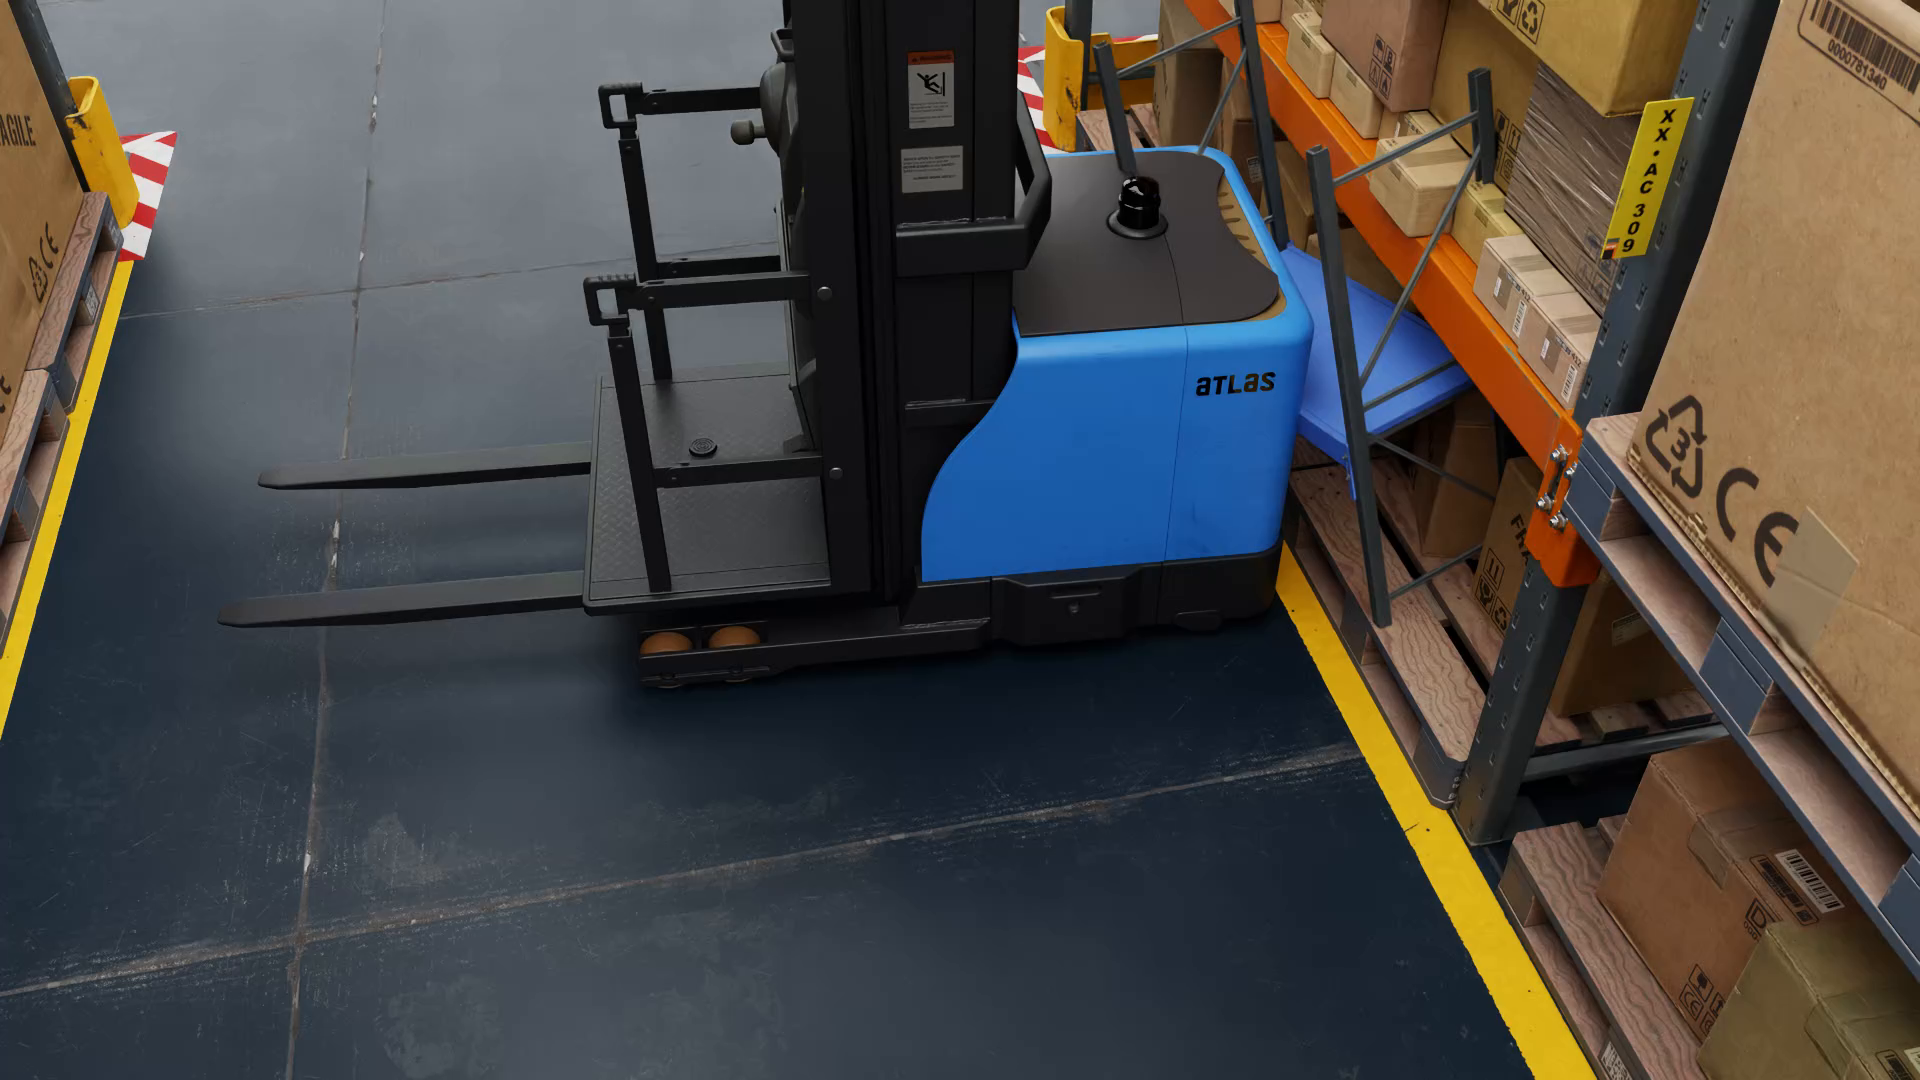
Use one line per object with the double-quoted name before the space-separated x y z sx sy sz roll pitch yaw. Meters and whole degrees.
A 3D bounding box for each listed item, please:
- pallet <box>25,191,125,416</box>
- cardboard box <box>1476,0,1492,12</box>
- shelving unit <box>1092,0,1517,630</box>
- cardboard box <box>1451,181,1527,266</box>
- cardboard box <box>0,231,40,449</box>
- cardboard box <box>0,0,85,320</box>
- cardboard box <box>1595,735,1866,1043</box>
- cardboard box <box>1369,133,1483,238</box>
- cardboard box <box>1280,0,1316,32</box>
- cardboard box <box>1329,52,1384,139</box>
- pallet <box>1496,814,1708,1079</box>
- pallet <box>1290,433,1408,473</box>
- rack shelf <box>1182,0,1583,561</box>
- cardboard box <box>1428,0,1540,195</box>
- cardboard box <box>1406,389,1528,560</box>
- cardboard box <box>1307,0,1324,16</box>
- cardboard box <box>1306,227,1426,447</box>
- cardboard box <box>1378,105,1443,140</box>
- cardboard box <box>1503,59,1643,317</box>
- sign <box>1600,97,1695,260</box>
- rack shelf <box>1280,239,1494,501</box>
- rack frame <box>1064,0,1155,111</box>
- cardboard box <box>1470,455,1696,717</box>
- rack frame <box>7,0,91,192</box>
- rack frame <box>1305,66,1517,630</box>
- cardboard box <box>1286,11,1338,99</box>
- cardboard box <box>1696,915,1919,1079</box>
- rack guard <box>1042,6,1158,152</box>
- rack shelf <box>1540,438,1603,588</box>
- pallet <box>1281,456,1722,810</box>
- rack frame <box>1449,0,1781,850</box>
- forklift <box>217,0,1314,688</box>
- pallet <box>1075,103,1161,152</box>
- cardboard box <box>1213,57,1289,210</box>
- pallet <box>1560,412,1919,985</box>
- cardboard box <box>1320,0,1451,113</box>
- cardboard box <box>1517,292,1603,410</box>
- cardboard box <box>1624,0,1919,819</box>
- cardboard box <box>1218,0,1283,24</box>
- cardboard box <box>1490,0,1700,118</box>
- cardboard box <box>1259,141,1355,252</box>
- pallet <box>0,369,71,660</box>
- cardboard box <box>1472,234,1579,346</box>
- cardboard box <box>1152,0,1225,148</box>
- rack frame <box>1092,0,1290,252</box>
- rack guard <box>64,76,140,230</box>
"pallet" -3.674 -0.824 6.019 1.003 0.211 1.213 -8 42 -9
"cardboard box" 1.331 -1.525 3.656 0.500 0.500 0.500 -8 42 -9
"shelving unit" 0.991 -0.658 4.681 0.538 1.500 1.048 -27 37 -12
"cardboard box" 1.432 -0.763 4.040 0.380 0.149 0.250 -8 42 -9
"cardboard box" -3.520 -0.736 5.104 0.875 0.875 0.875 -9 42 -10
"cardboard box" -3.712 -1.306 5.746 0.875 0.875 0.875 -8 42 -9
"cardboard box" 1.917 0.745 3.702 0.700 0.500 0.500 -11 43 -13
"cardboard box" 1.269 -0.909 4.204 0.380 0.149 0.250 -8 42 -9
"cardboard box" 1.184 -1.577 4.956 0.380 0.149 0.250 -8 42 -9
"cardboard box" 1.251 -1.247 4.584 0.380 0.149 0.250 -8 42 -9
"pallet" 1.975 1.121 3.828 1.003 0.211 1.213 -8 42 -9
"pallet" 1.359 -0.606 5.773 1.003 0.211 1.213 -8 42 -9
"rack shelf" 1.374 -1.453 5.170 1.077 0.370 4.000 -8 42 -9
"cardboard box" 1.695 -1.204 4.048 0.875 0.500 0.500 -8 42 -9
"cardboard box" 1.627 -0.283 4.876 0.500 0.500 0.500 4 42 4
"cardboard box" 1.421 -1.844 4.768 0.875 0.500 0.500 -8 42 -9
"cardboard box" 1.417 -0.675 5.317 0.500 0.500 0.500 -12 43 -13
"cardboard box" 1.344 -1.090 4.408 0.380 0.149 0.250 -8 42 -9
"cardboard box" 1.769 -0.875 3.677 0.875 0.500 0.500 -8 42 -9
"sign" 1.277 -0.667 3.090 0.100 0.325 0.005 -8 42 -9
"rack shelf" 1.036 -0.520 4.787 0.538 0.185 1.000 -27 37 -12
"rack frame" 0.942 -3.019 6.391 1.000 3.000 0.127 -8 42 -9
"cardboard box" 1.758 0.087 4.459 0.500 0.500 0.500 -10 42 -11
"rack frame" -3.923 -2.374 5.664 1.000 3.000 0.127 -8 42 -9
"rack frame" 1.203 -0.420 4.284 0.500 1.500 0.032 -27 37 -12
"cardboard box" 1.163 -1.404 4.761 0.380 0.149 0.250 -8 42 -9
"cardboard box" 2.002 1.057 3.351 0.700 0.500 0.500 -9 42 -10
"rack guard" 0.959 -2.035 7.166 1.175 0.500 0.348 -8 42 -9
"rack shelf" 2.237 1.139 2.249 1.077 0.370 4.000 -8 42 -9
"pallet" 1.626 0.187 4.881 1.003 0.211 1.213 -8 42 -9
"rack frame" 1.806 -0.426 3.470 1.000 3.000 0.127 -8 42 -9
"forklift" -0.620 -1.044 4.218 3.031 2.935 1.130 -5 42 -5
"pallet" 1.099 -1.395 6.663 1.003 0.211 1.213 -8 42 -9
"cardboard box" 1.223 -1.451 6.192 0.500 0.500 0.500 2 42 2
"pallet" 1.829 0.162 2.952 1.003 0.211 1.213 -8 42 -9
"cardboard box" 1.489 -1.514 4.397 0.875 0.500 0.500 -8 42 -9
"cardboard box" 1.472 -0.429 3.663 0.380 0.149 0.250 -8 42 -9
"cardboard box" 1.840 -0.272 2.529 1.000 1.000 1.000 -8 42 -9
"cardboard box" 1.000 -1.720 5.117 0.380 0.149 0.250 -8 42 -9
"cardboard box" 1.440 -1.201 3.291 0.500 0.500 0.500 -8 42 -9
"cardboard box" 1.340 -1.043 5.732 0.500 0.500 0.500 -5 42 -5
"pallet" -3.414 -0.034 5.130 1.003 0.211 1.213 -8 42 -9
"cardboard box" 1.427 -0.593 3.847 0.380 0.149 0.250 -8 42 -9
"cardboard box" 1.061 -1.834 6.623 0.500 0.500 0.500 -1 42 -1
"rack frame" 0.778 -0.895 5.077 0.500 1.500 0.032 -27 37 -12
"rack guard" -3.928 -1.454 6.512 1.175 0.500 0.348 -8 42 -9
